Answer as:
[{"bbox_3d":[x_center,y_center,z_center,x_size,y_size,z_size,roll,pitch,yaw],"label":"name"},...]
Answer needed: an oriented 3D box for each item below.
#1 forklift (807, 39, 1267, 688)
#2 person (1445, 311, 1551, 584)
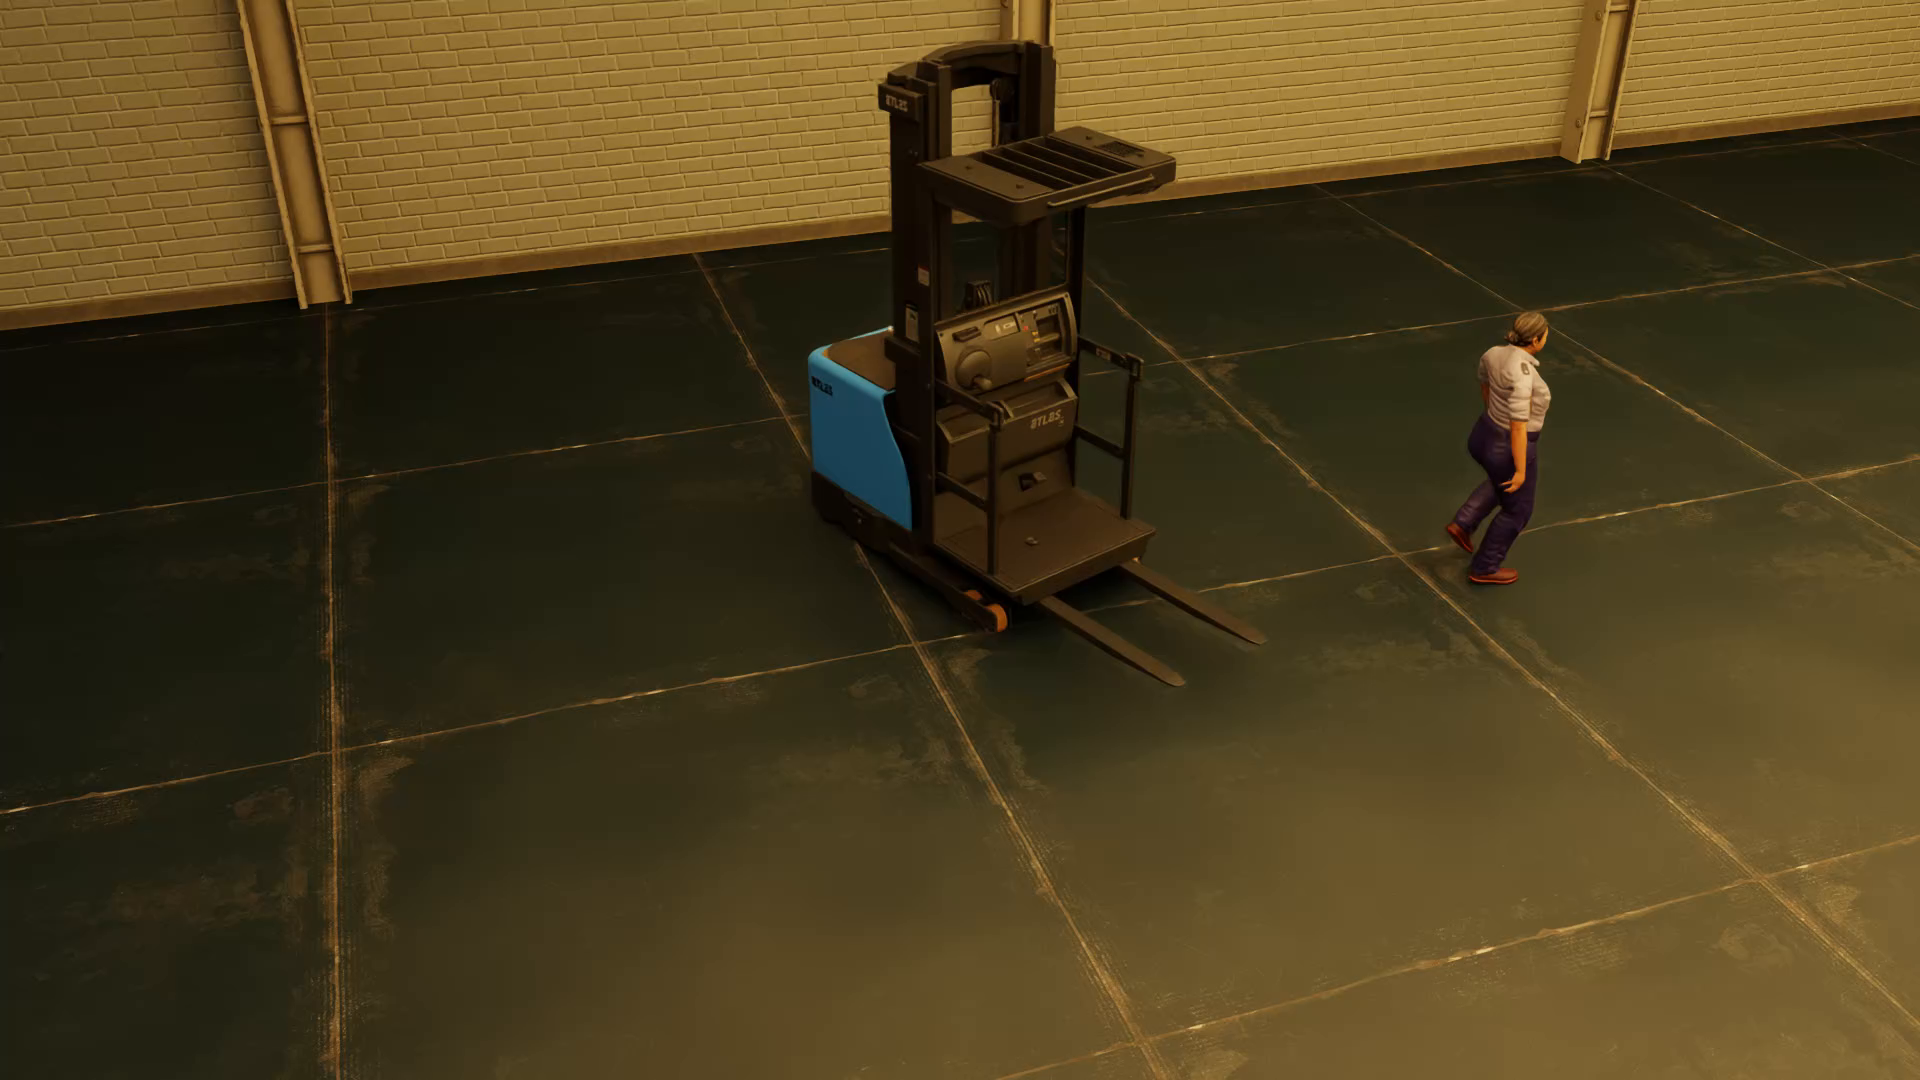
[{"bbox_3d":[0.396,-1.035,8.887,1.130,2.935,3.031,-22,36,-33],"label":"forklift"},{"bbox_3d":[3.082,-0.523,9.307,0.455,1.630,0.629,-7,31,-11],"label":"person"}]
